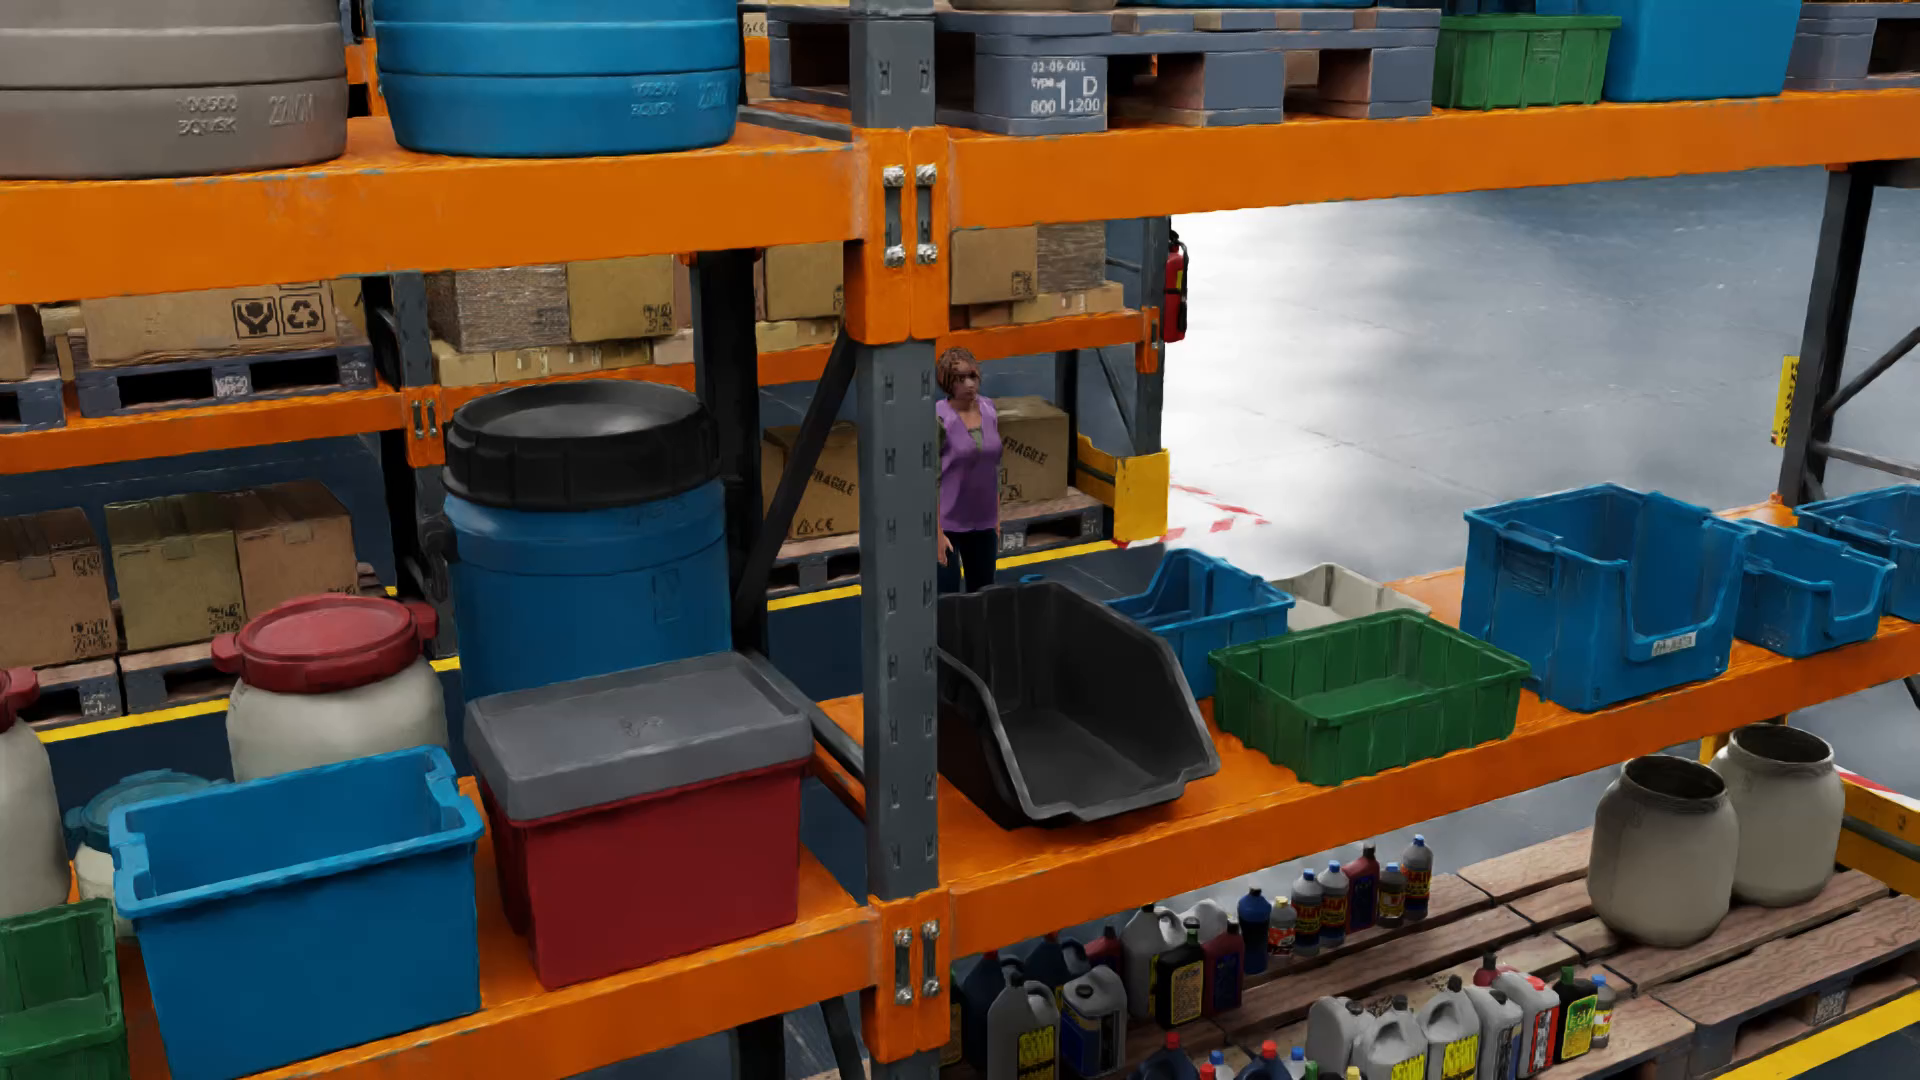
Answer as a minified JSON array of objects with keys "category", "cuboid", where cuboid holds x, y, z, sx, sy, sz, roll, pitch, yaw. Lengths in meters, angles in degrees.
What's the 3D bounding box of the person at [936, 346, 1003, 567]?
[{"category":"person","cuboid":[0.030,-0.059,7.203,0.427,1.599,0.343,-13,23,-33]}]
